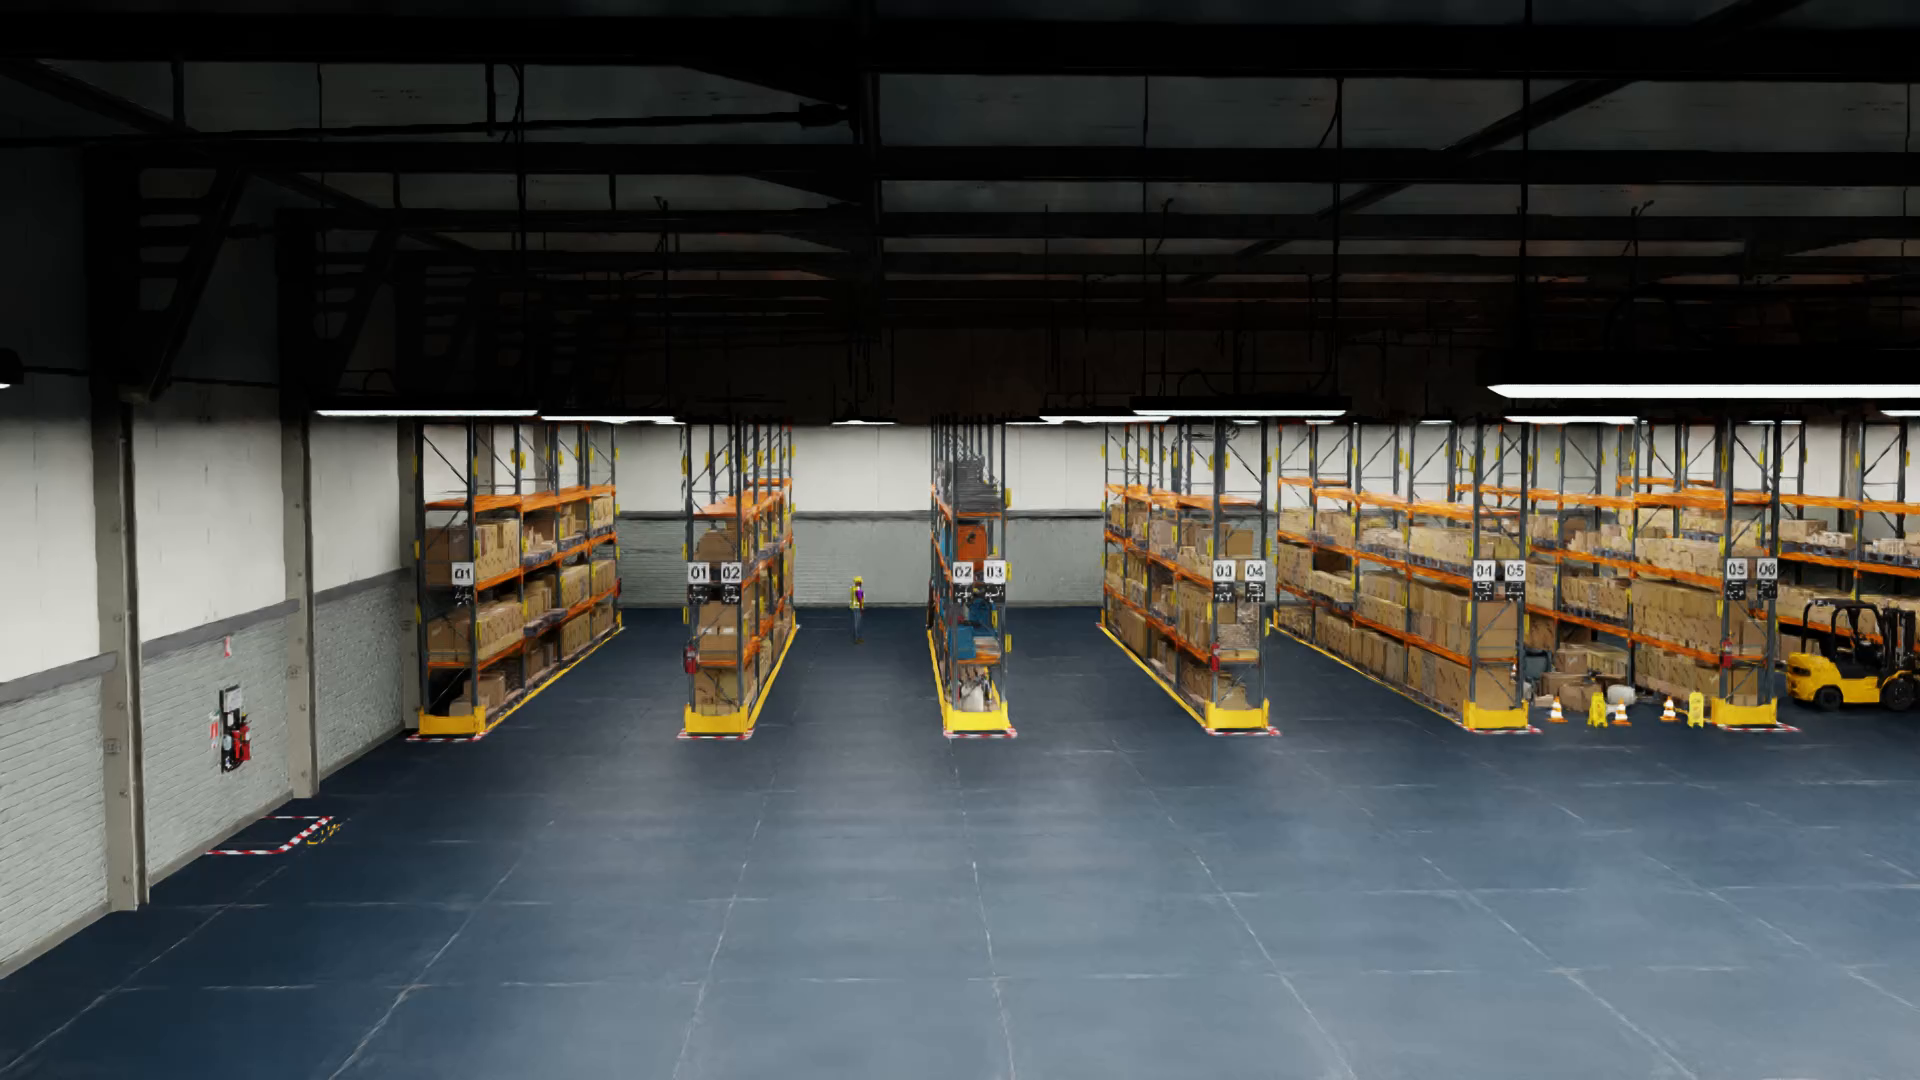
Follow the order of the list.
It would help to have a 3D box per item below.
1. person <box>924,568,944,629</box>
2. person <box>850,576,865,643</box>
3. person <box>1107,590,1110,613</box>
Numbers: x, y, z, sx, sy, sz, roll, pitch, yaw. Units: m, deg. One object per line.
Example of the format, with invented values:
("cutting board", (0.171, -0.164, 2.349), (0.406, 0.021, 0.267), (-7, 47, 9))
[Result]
("person", (-0.614, 1.611, 46.308), (0.633, 1.743, 1.048), (1, 4, 19))
("person", (-2.676, 1.823, 44.025), (0.469, 1.766, 0.642), (-2, 4, -24))
("person", (4.513, 1.588, 48.688), (0.541, 1.657, 0.644), (-2, 4, -24))
